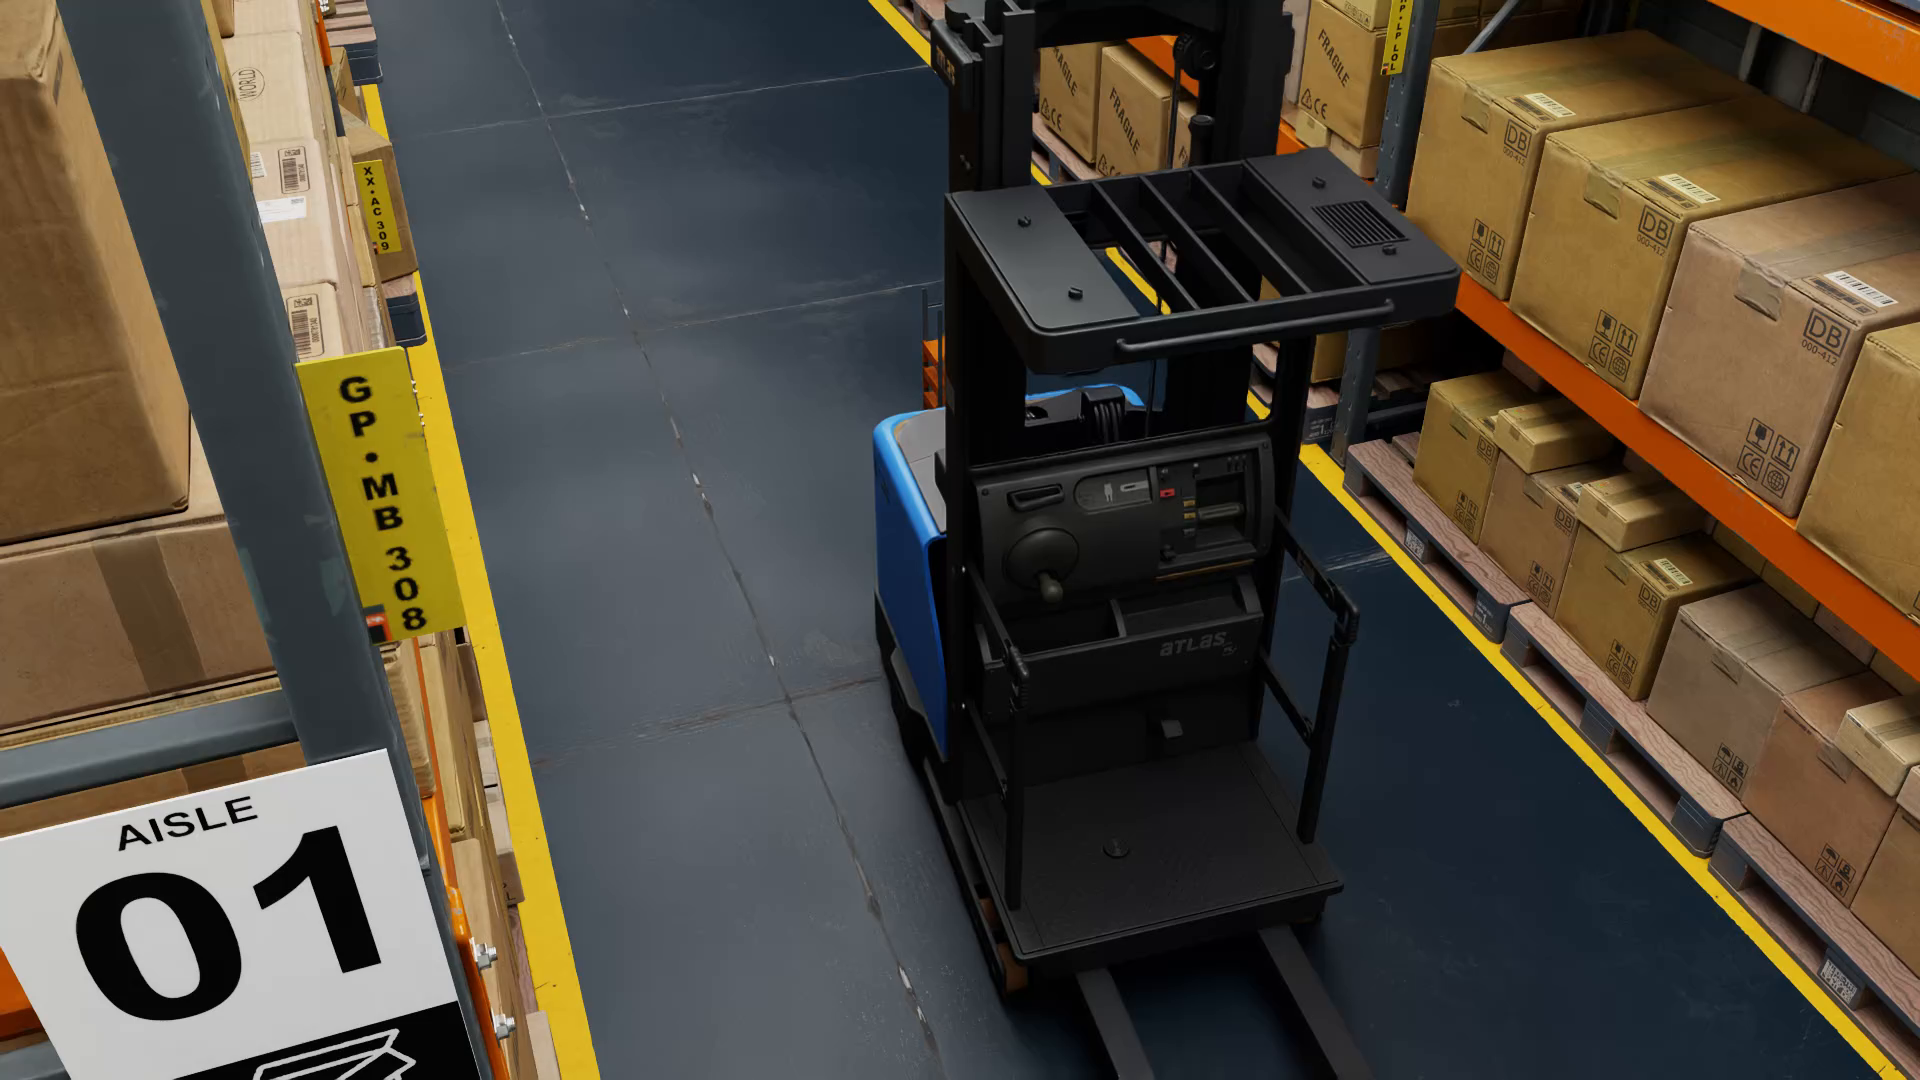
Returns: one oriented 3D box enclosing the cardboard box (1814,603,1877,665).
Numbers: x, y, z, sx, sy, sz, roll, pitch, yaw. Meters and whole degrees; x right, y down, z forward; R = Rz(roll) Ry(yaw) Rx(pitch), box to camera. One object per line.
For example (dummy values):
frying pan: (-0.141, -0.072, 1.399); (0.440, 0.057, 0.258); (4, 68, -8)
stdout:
cardboard box: (3.139, 0.253, 5.610); (0.380, 0.149, 0.250); (-12, 39, -15)

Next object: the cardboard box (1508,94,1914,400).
cardboard box: (2.633, -1.058, 5.912); (0.980, 0.700, 0.700); (-13, 39, -17)

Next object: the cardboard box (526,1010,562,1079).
cardboard box: (-1.323, 1.617, 4.529); (0.500, 0.250, 0.500); (-12, 39, -16)

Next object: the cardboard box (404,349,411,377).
cardboard box: (-2.904, -1.004, 7.801); (0.500, 0.500, 0.500); (-14, 39, -18)

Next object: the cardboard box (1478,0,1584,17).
cardboard box: (2.302, -2.442, 7.028); (0.500, 0.250, 0.500); (-11, 38, -15)

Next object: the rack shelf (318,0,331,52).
rack shelf: (-3.123, -2.675, 6.412); (1.077, 0.370, 4.000); (-12, 39, -16)

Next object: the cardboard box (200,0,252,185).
cardboard box: (-1.343, -0.599, 2.144); (0.700, 0.500, 0.500); (-12, 39, -16)

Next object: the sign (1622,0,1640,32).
sign: (2.736, -2.155, 6.832); (0.100, 0.325, 0.005); (-12, 39, -16)

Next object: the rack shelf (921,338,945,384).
rack shelf: (-0.005, -0.739, 6.710); (0.258, 0.103, 0.180); (-12, 39, -16)

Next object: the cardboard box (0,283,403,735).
cardboard box: (-0.990, -0.056, 2.048); (0.500, 0.250, 0.500); (-12, 39, -16)

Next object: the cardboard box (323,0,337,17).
cardboard box: (-3.488, -2.769, 8.001); (0.700, 0.500, 0.500); (-26, 44, -31)

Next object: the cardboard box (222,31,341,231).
cardboard box: (-1.334, -0.621, 2.798); (0.500, 0.250, 0.500); (-12, 39, -16)

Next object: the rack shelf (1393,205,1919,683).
rack shelf: (2.904, -0.245, 5.679); (1.077, 0.370, 4.000); (-12, 39, -16)

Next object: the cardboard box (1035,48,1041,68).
cardboard box: (0.542, -3.495, 11.108); (0.700, 0.500, 0.500); (-12, 39, -15)

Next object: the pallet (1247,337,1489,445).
pallet: (1.879, -0.968, 8.360); (1.003, 0.211, 1.213); (-12, 39, -16)

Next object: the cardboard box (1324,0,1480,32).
cardboard box: (1.815, -2.339, 6.892); (0.500, 0.250, 0.500); (-12, 38, -15)

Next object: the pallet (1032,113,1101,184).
pallet: (1.039, -2.347, 10.190); (1.003, 0.211, 1.213); (-12, 39, -16)

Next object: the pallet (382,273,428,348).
pallet: (-2.607, -1.031, 6.286); (1.003, 0.211, 1.213); (-12, 39, -16)

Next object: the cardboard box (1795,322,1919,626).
cardboard box: (3.146, -0.217, 4.795); (0.980, 0.700, 0.700); (-13, 39, -16)

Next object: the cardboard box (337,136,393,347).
cardboard box: (-2.017, -0.841, 4.960); (0.500, 0.500, 0.500); (-12, 39, -16)

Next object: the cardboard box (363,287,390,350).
cardboard box: (-1.665, -0.268, 4.198); (0.500, 0.500, 0.500); (-12, 39, -16)

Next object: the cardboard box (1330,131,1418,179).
cardboard box: (1.833, -1.702, 7.208); (0.380, 0.149, 0.250); (-12, 39, -16)

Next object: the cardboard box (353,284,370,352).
cardboard box: (-1.156, -0.141, 2.575); (0.500, 0.250, 0.500); (-12, 39, -16)

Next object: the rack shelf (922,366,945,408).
rack shelf: (-0.005, -0.644, 6.782); (0.258, 0.103, 0.180); (-12, 39, -16)

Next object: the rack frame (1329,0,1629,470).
rack frame: (2.215, -1.662, 6.963); (1.000, 3.000, 0.127); (-12, 39, -16)

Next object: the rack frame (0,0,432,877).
rack frame: (-1.058, -0.771, 0.794); (1.000, 3.000, 0.127); (-12, 39, -16)

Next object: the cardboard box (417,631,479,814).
cardboard box: (-1.318, 0.304, 3.440); (0.500, 0.500, 0.500); (-12, 39, -15)

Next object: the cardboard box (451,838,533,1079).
cardboard box: (-0.963, 0.881, 2.673); (0.500, 0.500, 0.500); (-11, 38, -15)

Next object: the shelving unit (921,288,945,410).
shelving unit: (-0.005, -0.487, 6.900); (0.258, 1.200, 0.189); (-12, 39, -16)

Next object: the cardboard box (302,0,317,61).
cardboard box: (-1.673, -1.187, 3.549); (0.500, 0.250, 0.500); (-12, 39, -16)

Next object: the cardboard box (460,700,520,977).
cardboard box: (-1.316, 0.706, 3.736); (0.500, 0.500, 0.500); (-13, 39, -16)

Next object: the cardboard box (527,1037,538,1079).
cardboard box: (-0.963, 1.280, 2.974); (0.500, 0.500, 0.500); (-12, 39, -15)

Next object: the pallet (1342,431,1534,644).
pallet: (2.404, -0.102, 7.210); (1.003, 0.211, 1.213); (-12, 39, -16)

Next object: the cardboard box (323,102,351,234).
cardboard box: (-1.508, -0.704, 3.323); (0.500, 0.250, 0.500); (-12, 39, -16)

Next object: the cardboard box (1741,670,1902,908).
cardboard box: (3.085, 0.771, 5.461); (0.700, 0.500, 0.500); (-13, 39, -16)

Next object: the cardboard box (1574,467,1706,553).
cardboard box: (2.503, -0.120, 6.106); (0.380, 0.149, 0.250); (-14, 39, -17)

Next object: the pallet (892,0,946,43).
pallet: (0.155, -3.937, 12.302); (1.003, 0.211, 1.213); (-12, 39, -16)

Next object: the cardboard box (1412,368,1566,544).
cardboard box: (2.376, -0.387, 7.000); (0.700, 0.500, 0.500); (-12, 39, -15)

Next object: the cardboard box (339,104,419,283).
cardboard box: (-2.387, -1.156, 5.859); (0.700, 0.500, 0.500); (-26, 44, -31)

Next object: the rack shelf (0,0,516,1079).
rack shelf: (-1.746, -0.415, 3.413); (1.077, 0.370, 4.000); (-12, 39, -16)

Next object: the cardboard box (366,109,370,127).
cardboard box: (-3.889, -2.603, 10.150); (0.500, 0.250, 0.500); (-13, 39, -17)

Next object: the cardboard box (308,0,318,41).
cardboard box: (-1.855, -1.268, 4.072); (0.500, 0.250, 0.500); (-12, 39, -16)

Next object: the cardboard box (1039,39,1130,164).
cardboard box: (0.969, -2.788, 9.896); (0.750, 0.750, 0.750); (-13, 39, -17)

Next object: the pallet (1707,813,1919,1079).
pallet: (3.243, 1.276, 5.380); (1.003, 0.211, 1.213); (-12, 39, -16)

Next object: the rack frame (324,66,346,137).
rack frame: (-2.434, -0.634, 5.599); (1.000, 3.000, 0.127); (-12, 39, -16)

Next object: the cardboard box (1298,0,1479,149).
cardboard box: (1.820, -2.037, 7.114); (0.500, 0.500, 0.500); (-13, 39, -17)

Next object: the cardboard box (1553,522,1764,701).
cardboard box: (2.721, 0.188, 6.236); (0.700, 0.500, 0.500); (-12, 39, -15)

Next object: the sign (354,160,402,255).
sign: (-1.928, -1.096, 5.493); (0.100, 0.325, 0.005); (-12, 39, -16)

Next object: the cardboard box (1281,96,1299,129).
cardboard box: (1.677, -1.995, 7.598); (0.380, 0.149, 0.250); (-11, 38, -15)

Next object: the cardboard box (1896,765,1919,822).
cardboard box: (3.042, 0.760, 4.937); (0.380, 0.149, 0.250); (-13, 39, -16)

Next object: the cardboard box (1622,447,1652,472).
cardboard box: (2.788, -0.323, 6.376); (0.380, 0.149, 0.250); (-14, 39, -17)

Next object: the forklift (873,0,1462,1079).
forklift: (0.564, 0.010, 4.801); (1.130, 2.935, 3.031); (-10, 38, -13)

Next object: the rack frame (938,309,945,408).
rack frame: (0.027, -0.436, 6.831); (0.240, 1.200, 0.006); (-12, 39, -16)

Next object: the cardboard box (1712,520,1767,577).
cardboard box: (2.963, -0.035, 5.993); (0.380, 0.149, 0.250); (-13, 39, -17)

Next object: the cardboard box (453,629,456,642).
cardboard box: (-1.664, 0.136, 4.493); (0.500, 0.500, 0.500); (-12, 39, -15)

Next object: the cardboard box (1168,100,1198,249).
cardboard box: (1.561, -1.813, 8.601); (0.750, 0.750, 0.750); (-11, 38, -15)

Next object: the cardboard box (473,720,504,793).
cardboard box: (-1.787, 0.792, 5.710); (0.380, 0.149, 0.250); (-12, 39, -16)
